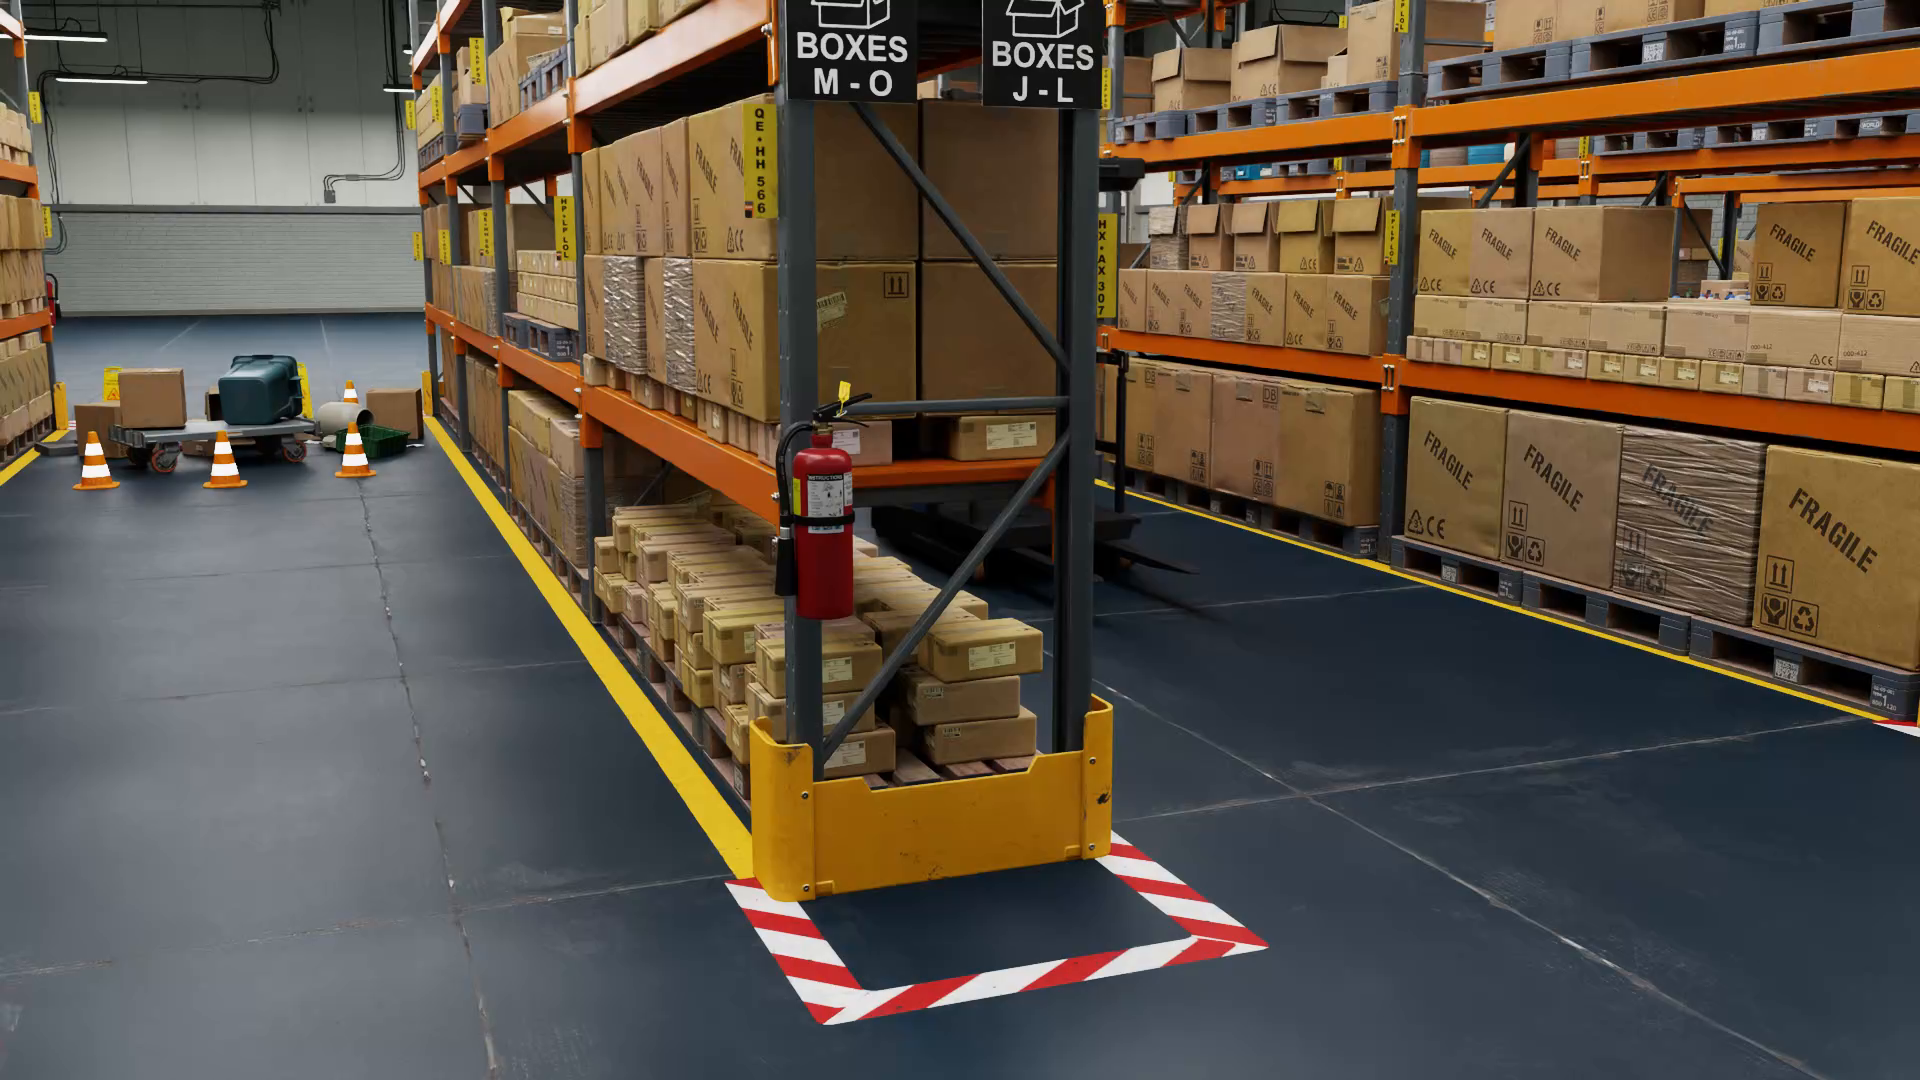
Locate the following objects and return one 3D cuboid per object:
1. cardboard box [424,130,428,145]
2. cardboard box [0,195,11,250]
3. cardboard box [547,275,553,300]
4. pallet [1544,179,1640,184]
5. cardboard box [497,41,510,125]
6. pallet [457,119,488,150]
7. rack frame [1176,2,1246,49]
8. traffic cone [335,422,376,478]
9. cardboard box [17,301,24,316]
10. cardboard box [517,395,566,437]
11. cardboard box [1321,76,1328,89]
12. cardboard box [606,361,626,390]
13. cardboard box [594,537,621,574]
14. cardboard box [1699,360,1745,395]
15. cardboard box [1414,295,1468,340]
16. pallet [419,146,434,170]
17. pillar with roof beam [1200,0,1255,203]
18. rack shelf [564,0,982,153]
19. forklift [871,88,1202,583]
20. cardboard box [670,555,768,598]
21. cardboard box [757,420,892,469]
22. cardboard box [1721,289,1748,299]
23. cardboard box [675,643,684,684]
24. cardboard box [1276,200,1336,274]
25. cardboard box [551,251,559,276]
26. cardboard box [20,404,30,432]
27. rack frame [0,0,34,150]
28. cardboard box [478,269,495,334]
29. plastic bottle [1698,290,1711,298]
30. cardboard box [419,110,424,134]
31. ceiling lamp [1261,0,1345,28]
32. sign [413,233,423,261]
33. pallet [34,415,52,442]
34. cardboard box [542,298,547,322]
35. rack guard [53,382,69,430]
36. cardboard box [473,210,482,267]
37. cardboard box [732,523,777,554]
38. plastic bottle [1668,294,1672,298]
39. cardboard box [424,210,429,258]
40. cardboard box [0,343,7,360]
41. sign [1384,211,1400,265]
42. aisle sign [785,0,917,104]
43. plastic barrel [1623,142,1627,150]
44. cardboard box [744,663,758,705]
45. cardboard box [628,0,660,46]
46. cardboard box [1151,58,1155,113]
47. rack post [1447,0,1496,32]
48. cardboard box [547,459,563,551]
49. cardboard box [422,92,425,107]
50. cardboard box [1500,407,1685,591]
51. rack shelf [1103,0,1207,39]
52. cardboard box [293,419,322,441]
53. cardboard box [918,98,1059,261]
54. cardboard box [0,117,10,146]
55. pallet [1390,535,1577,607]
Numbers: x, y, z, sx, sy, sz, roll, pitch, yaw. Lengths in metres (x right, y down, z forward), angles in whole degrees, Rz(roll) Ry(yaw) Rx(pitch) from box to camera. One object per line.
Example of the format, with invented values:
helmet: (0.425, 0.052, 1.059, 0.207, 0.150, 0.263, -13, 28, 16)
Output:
cardboard box: (-5.571, -4.346, 17.956, 0.380, 0.149, 0.250, -4, 11, -21)
cardboard box: (-9.104, -2.894, 15.135, 0.700, 0.500, 0.500, -4, 11, -21)
cardboard box: (-2.398, -1.597, 10.504, 0.380, 0.149, 0.250, -3, 11, -19)
pallet: (8.718, -5.062, 23.002, 1.003, 0.211, 1.213, -4, 11, -21)
cardboard box: (-2.808, -3.048, 11.141, 0.500, 0.500, 0.500, -4, 11, -21)
pallet: (-3.646, -3.381, 13.839, 1.003, 0.211, 1.213, -3, 11, -18)
rack frame: (3.422, -6.586, 22.747, 1.000, 3.000, 0.127, -4, 11, -21)
traffic cone: (-5.326, -0.803, 14.611, 0.336, 0.463, 0.334, -4, 11, -21)
cardboard box: (-9.567, -2.313, 16.576, 0.380, 0.149, 0.250, -4, 11, -21)
cardboard box: (-2.747, -0.848, 11.420, 0.500, 0.250, 0.500, -4, 11, -22)
cardboard box: (2.754, -3.171, 11.637, 0.380, 0.149, 0.250, -4, 11, -23)
cardboard box: (-1.545, -0.832, 8.252, 0.380, 0.149, 0.250, -4, 11, -19)
cardboard box: (-1.672, 0.069, 8.557, 0.380, 0.149, 0.250, -3, 11, -18)
cardboard box: (3.796, -0.786, 7.992, 0.380, 0.149, 0.250, -4, 11, -22)
cardboard box: (3.080, -1.338, 9.957, 0.500, 0.250, 0.500, -4, 11, -22)
pallet: (-5.576, -4.332, 18.897, 1.003, 0.211, 1.213, -4, 11, -21)
pillar with roof beam: (3.180, -9.820, 40.930, 9.100, 9.000, 0.548, -4, 11, -21)
rack shelf: (-0.781, -1.857, 6.782, 1.077, 0.370, 4.000, -4, 11, -21)
forklift: (0.430, -1.267, 10.174, 1.130, 2.935, 3.031, -4, 11, -23)
cardboard box: (-1.031, 0.169, 7.145, 0.380, 0.149, 0.250, -4, 11, -21)
cardboard box: (-0.438, -0.319, 5.367, 0.380, 0.149, 0.250, -4, 11, -21)
cardboard box: (9.620, -3.011, 20.502, 0.380, 0.149, 0.250, -4, 11, -21)
cardboard box: (-0.977, 0.509, 6.933, 0.380, 0.149, 0.250, -4, 11, -20)
cardboard box: (2.677, -2.118, 11.615, 0.797, 0.503, 0.637, -4, 11, -20)
cardboard box: (-2.305, -1.702, 10.245, 0.380, 0.149, 0.250, -4, 11, -23)
cardboard box: (-9.342, -1.175, 16.113, 0.500, 0.250, 0.500, -4, 11, -22)
rack frame: (-10.431, -5.642, 17.445, 1.000, 3.000, 0.127, -4, 11, -21)
cardboard box: (-3.548, -1.901, 13.255, 0.500, 0.500, 0.500, -4, 11, -21)
plastic bottle: (6.949, -2.192, 15.511, 0.061, 0.283, 0.133, -4, 11, -21)
cardboard box: (-5.733, -4.647, 18.508, 0.500, 0.250, 0.500, -4, 11, -22)
ceiling lamp: (6.383, -10.934, 30.527, 2.000, 3.185, 0.800, -4, 11, -21)
sign: (-6.374, -3.450, 19.554, 0.100, 0.325, 0.005, -4, 11, -21)
pallet: (-10.142, -1.168, 17.386, 1.003, 0.211, 1.213, -4, 11, -21)
cardboard box: (-2.499, -1.494, 10.774, 0.380, 0.149, 0.250, -4, 11, -20)
rack guard: (-10.404, -1.446, 18.119, 1.175, 0.500, 0.348, -4, 11, -21)
cardboard box: (-4.031, -2.743, 15.137, 0.700, 0.500, 0.500, -4, 11, -22)
cardboard box: (-0.886, 0.012, 8.032, 0.380, 0.149, 0.250, -4, 11, -19)
plastic bottle: (6.350, -2.077, 14.866, 0.061, 0.283, 0.133, -4, 11, -21)
cardboard box: (-5.756, -3.562, 19.367, 0.875, 0.550, 0.550, -4, 11, -21)
cardboard box: (-8.933, -1.715, 15.155, 0.380, 0.149, 0.250, -4, 11, -20)
sign: (2.652, -1.854, 10.197, 0.100, 0.325, 0.005, -4, 11, -21)
aisle sign: (-0.309, -1.657, 4.745, 0.394, 0.787, 0.004, -4, 11, -21)
plastic barrel: (6.494, -3.928, 16.054, 0.421, 0.512, 0.421, 0, 10, 0)
cardboard box: (-0.558, 0.529, 5.975, 0.380, 0.149, 0.250, -4, 11, -22)
cardboard box: (-1.037, -2.118, 6.627, 0.500, 0.250, 0.500, -3, 11, -18)
cardboard box: (1.774, -3.877, 14.372, 0.500, 0.500, 0.500, -4, 11, -20)
rack post: (5.665, -5.715, 17.283, 1.013, 1.000, 3.121, -4, 11, -21)
cardboard box: (-2.194, -0.225, 10.060, 0.500, 0.500, 0.500, -4, 11, -22)
cardboard box: (-5.570, -4.739, 17.886, 0.380, 0.149, 0.250, -4, 11, -22)
cardboard box: (3.645, -0.260, 9.183, 0.875, 0.875, 0.875, -4, 11, -21)
rack shelf: (0.980, -4.741, 15.573, 1.077, 0.370, 4.000, -4, 11, -21)
cardboard box: (-6.744, -1.184, 17.318, 0.396, 0.266, 0.258, -2, 10, -11)
cardboard box: (0.029, -1.186, 5.531, 0.500, 0.500, 0.500, -4, 11, -21)
cardboard box: (-9.436, -3.923, 15.922, 0.500, 0.250, 0.500, -4, 11, -20)
pallet: (3.357, 0.143, 10.013, 1.003, 0.211, 1.213, -4, 11, -21)
